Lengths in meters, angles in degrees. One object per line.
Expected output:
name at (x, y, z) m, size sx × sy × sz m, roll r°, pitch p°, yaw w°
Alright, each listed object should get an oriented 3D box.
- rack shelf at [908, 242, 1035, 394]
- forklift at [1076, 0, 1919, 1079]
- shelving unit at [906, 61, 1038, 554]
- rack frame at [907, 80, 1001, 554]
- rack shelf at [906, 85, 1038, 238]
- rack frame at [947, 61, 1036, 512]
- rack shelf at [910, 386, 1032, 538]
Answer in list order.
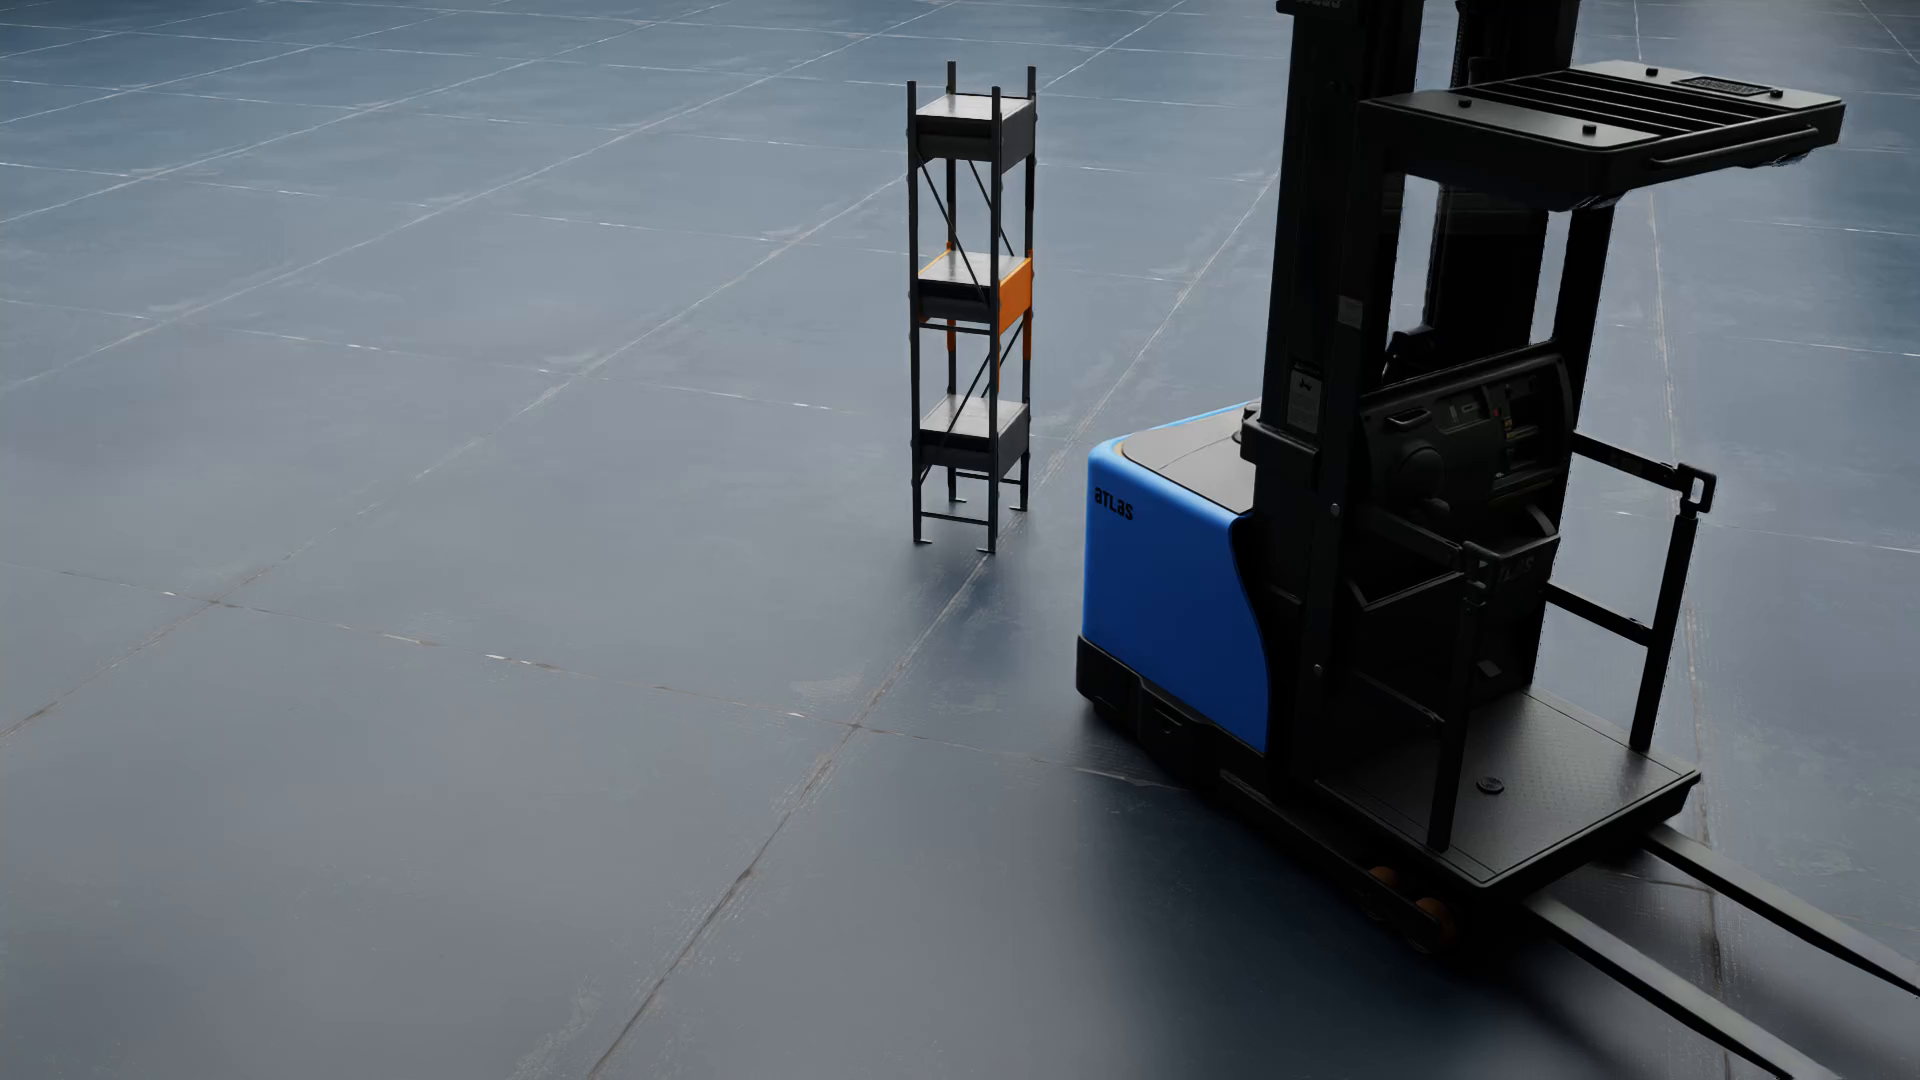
rack shelf at (0.055, -1.001, 7.439) m, size 0.431 × 0.518 × 0.480 m, roll 9°, pitch 27°, yaw 17°
forklift at (1.695, -0.286, 4.978) m, size 1.130 × 2.935 × 3.031 m, roll -17°, pitch 30°, yaw -31°
shelving unit at (0.055, -1.013, 7.433) m, size 0.431 × 2.100 × 0.503 m, roll 9°, pitch 27°, yaw 17°
rack frame at (-0.026, -0.913, 7.226) m, size 0.400 × 2.100 × 0.015 m, roll 9°, pitch 27°, yaw 17°
rack shelf at (0.055, -1.631, 7.134) m, size 0.431 × 0.518 × 0.480 m, roll 9°, pitch 27°, yaw 17°
rack frame at (0.136, -1.113, 7.640) m, size 0.400 × 2.100 × 0.015 m, roll 9°, pitch 27°, yaw 17°
rack shelf at (0.055, -0.371, 7.744) m, size 0.431 × 0.518 × 0.480 m, roll 9°, pitch 27°, yaw 17°
